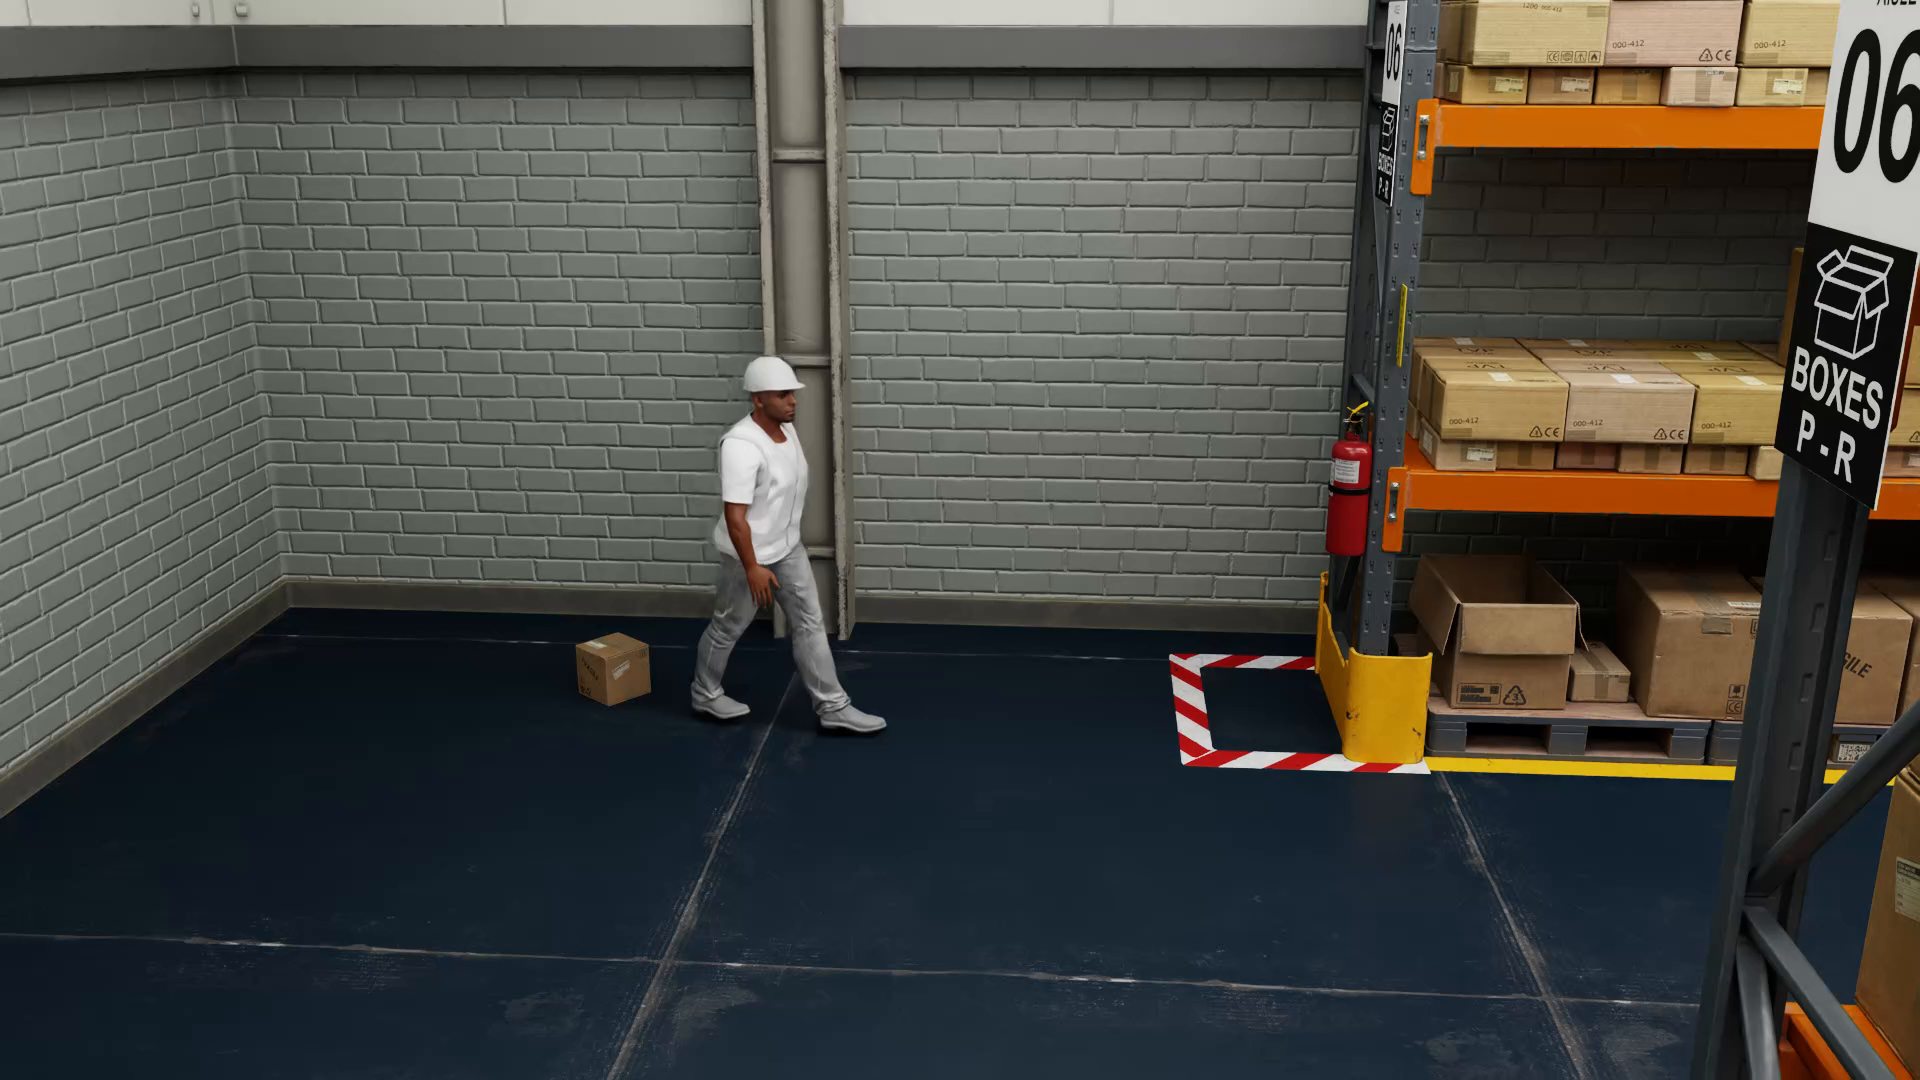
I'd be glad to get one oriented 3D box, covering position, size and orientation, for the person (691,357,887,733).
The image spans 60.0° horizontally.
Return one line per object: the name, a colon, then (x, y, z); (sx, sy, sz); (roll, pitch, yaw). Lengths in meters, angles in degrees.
person: (-0.837, 0.032, 7.377); (0.944, 1.711, 0.605); (9, 19, 26)
